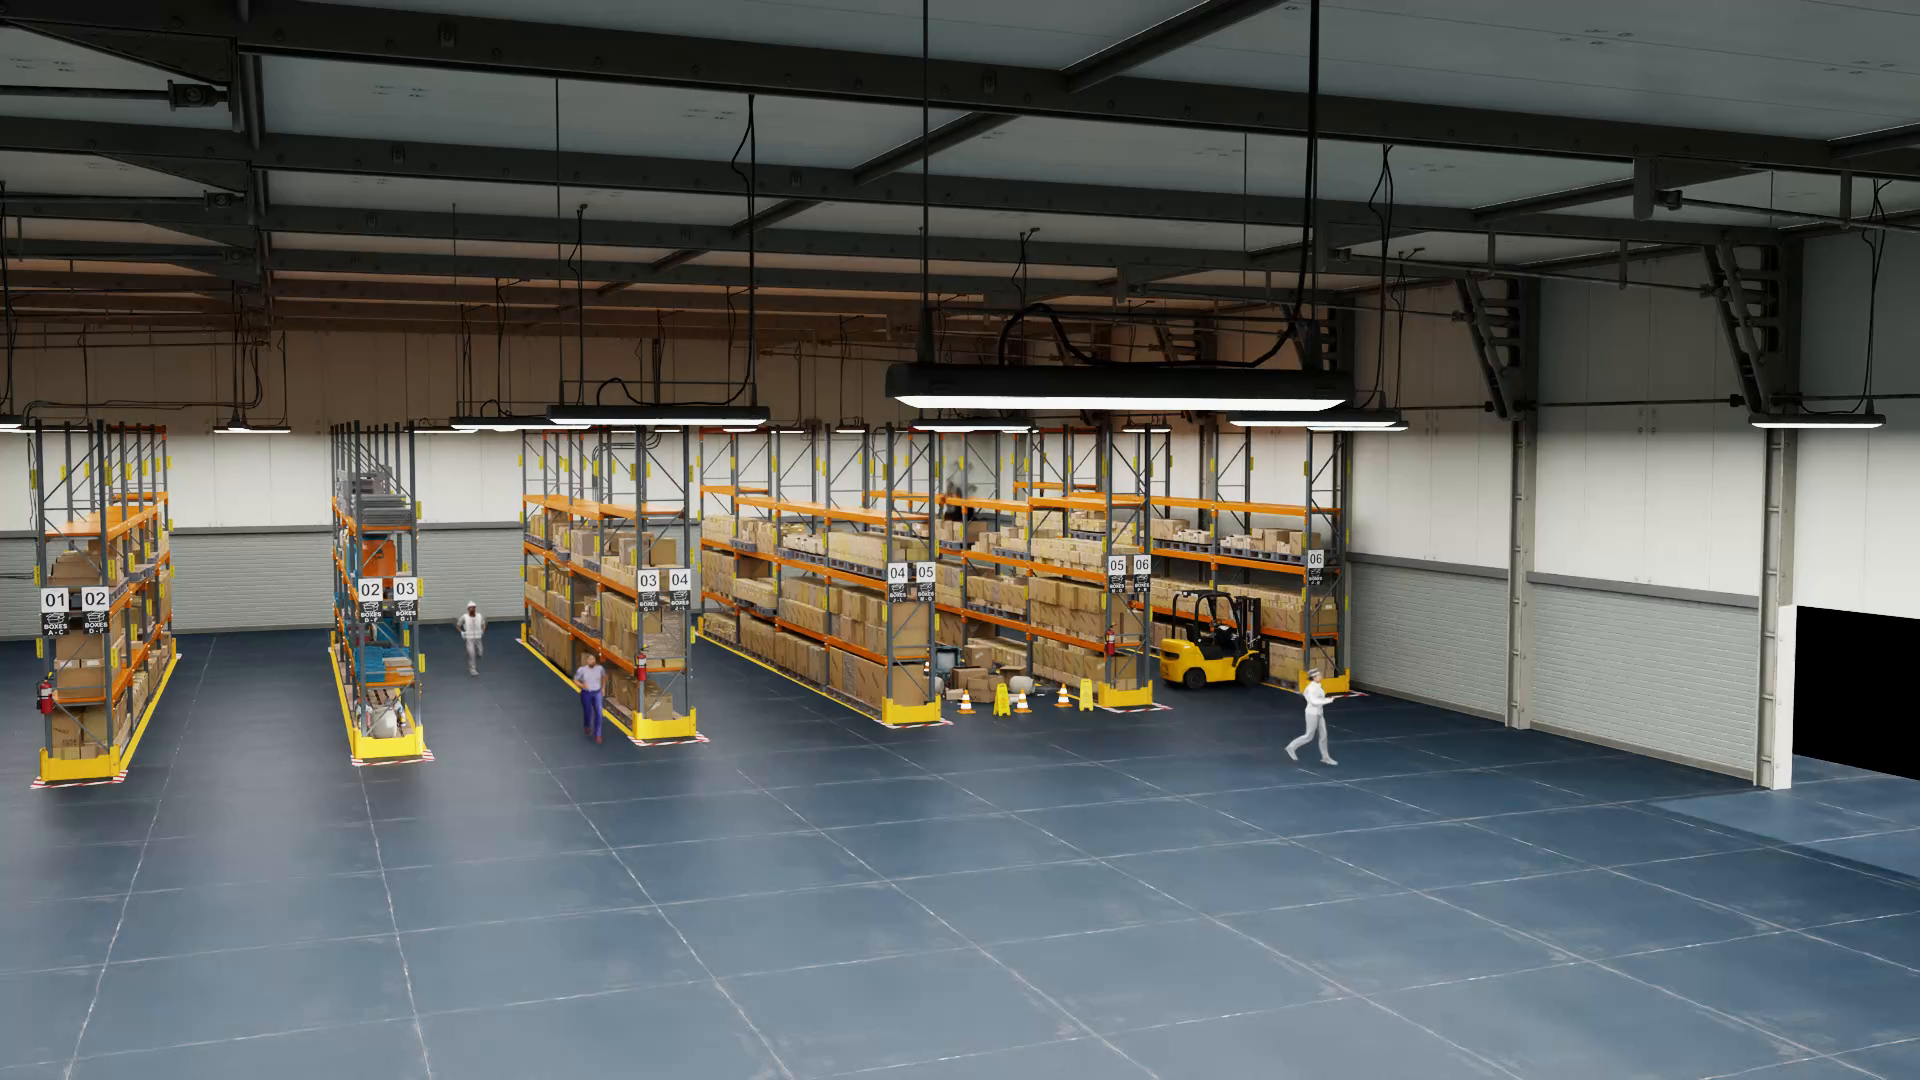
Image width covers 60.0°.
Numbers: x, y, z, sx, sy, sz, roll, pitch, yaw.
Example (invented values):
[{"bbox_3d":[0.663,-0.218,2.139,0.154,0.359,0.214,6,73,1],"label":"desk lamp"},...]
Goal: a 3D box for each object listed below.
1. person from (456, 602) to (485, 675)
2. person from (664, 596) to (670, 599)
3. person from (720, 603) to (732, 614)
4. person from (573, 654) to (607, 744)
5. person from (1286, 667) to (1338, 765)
[{"bbox_3d":[-11.715,2.361,39.911,0.689,1.739,0.730,-2,4,-33],"label":"person"},{"bbox_3d":[-8.606,1.954,47.859,0.574,1.629,0.657,2,4,25],"label":"person"},{"bbox_3d":[-6.841,1.782,49.430,0.788,1.695,0.666,-1,4,-23],"label":"person"},{"bbox_3d":[-6.949,2.960,31.321,0.642,1.658,0.884,-1,4,-20],"label":"person"},{"bbox_3d":[6.132,3.045,28.932,0.899,1.687,0.631,2,4,24],"label":"person"}]
